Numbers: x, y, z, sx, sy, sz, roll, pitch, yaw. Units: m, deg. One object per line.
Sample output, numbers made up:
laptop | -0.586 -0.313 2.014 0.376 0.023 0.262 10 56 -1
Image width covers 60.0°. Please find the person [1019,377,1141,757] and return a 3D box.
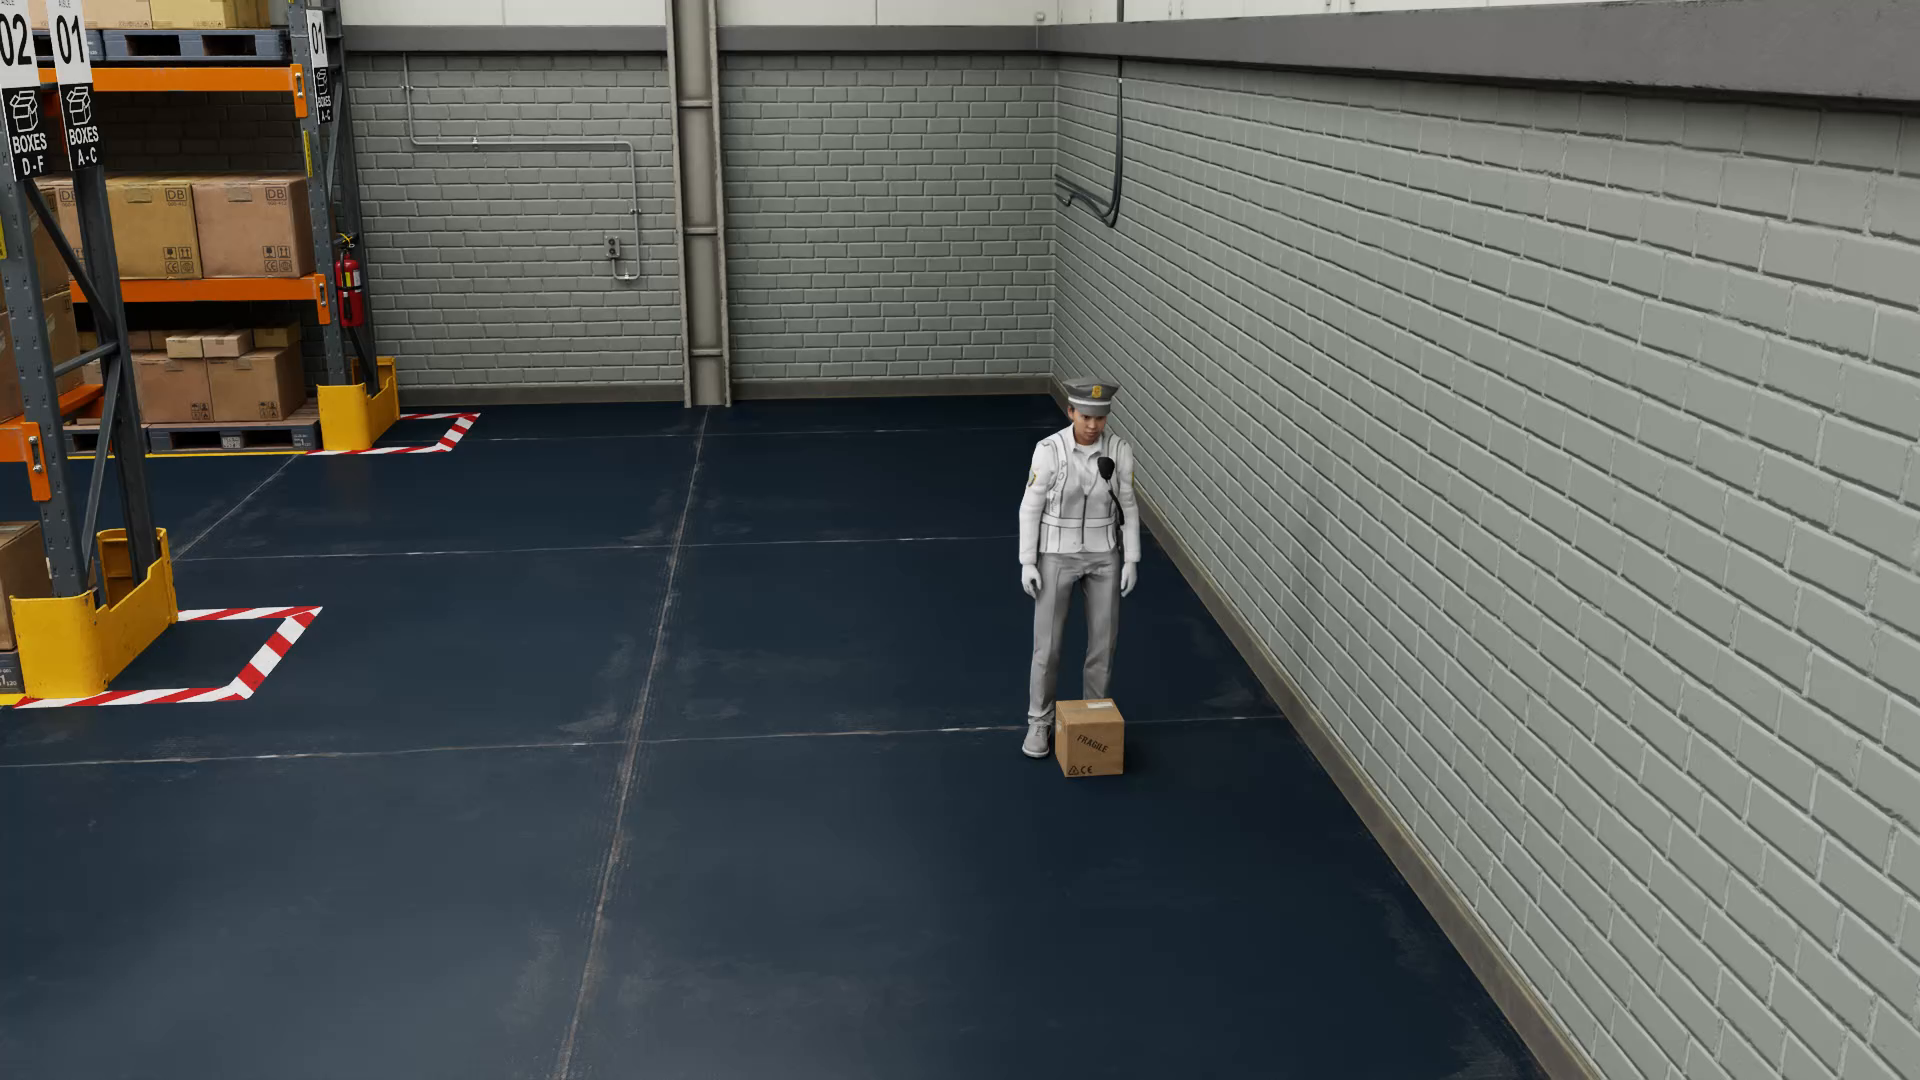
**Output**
person | 0.518 0.106 7.186 0.528 1.663 0.375 -2 17 -5
